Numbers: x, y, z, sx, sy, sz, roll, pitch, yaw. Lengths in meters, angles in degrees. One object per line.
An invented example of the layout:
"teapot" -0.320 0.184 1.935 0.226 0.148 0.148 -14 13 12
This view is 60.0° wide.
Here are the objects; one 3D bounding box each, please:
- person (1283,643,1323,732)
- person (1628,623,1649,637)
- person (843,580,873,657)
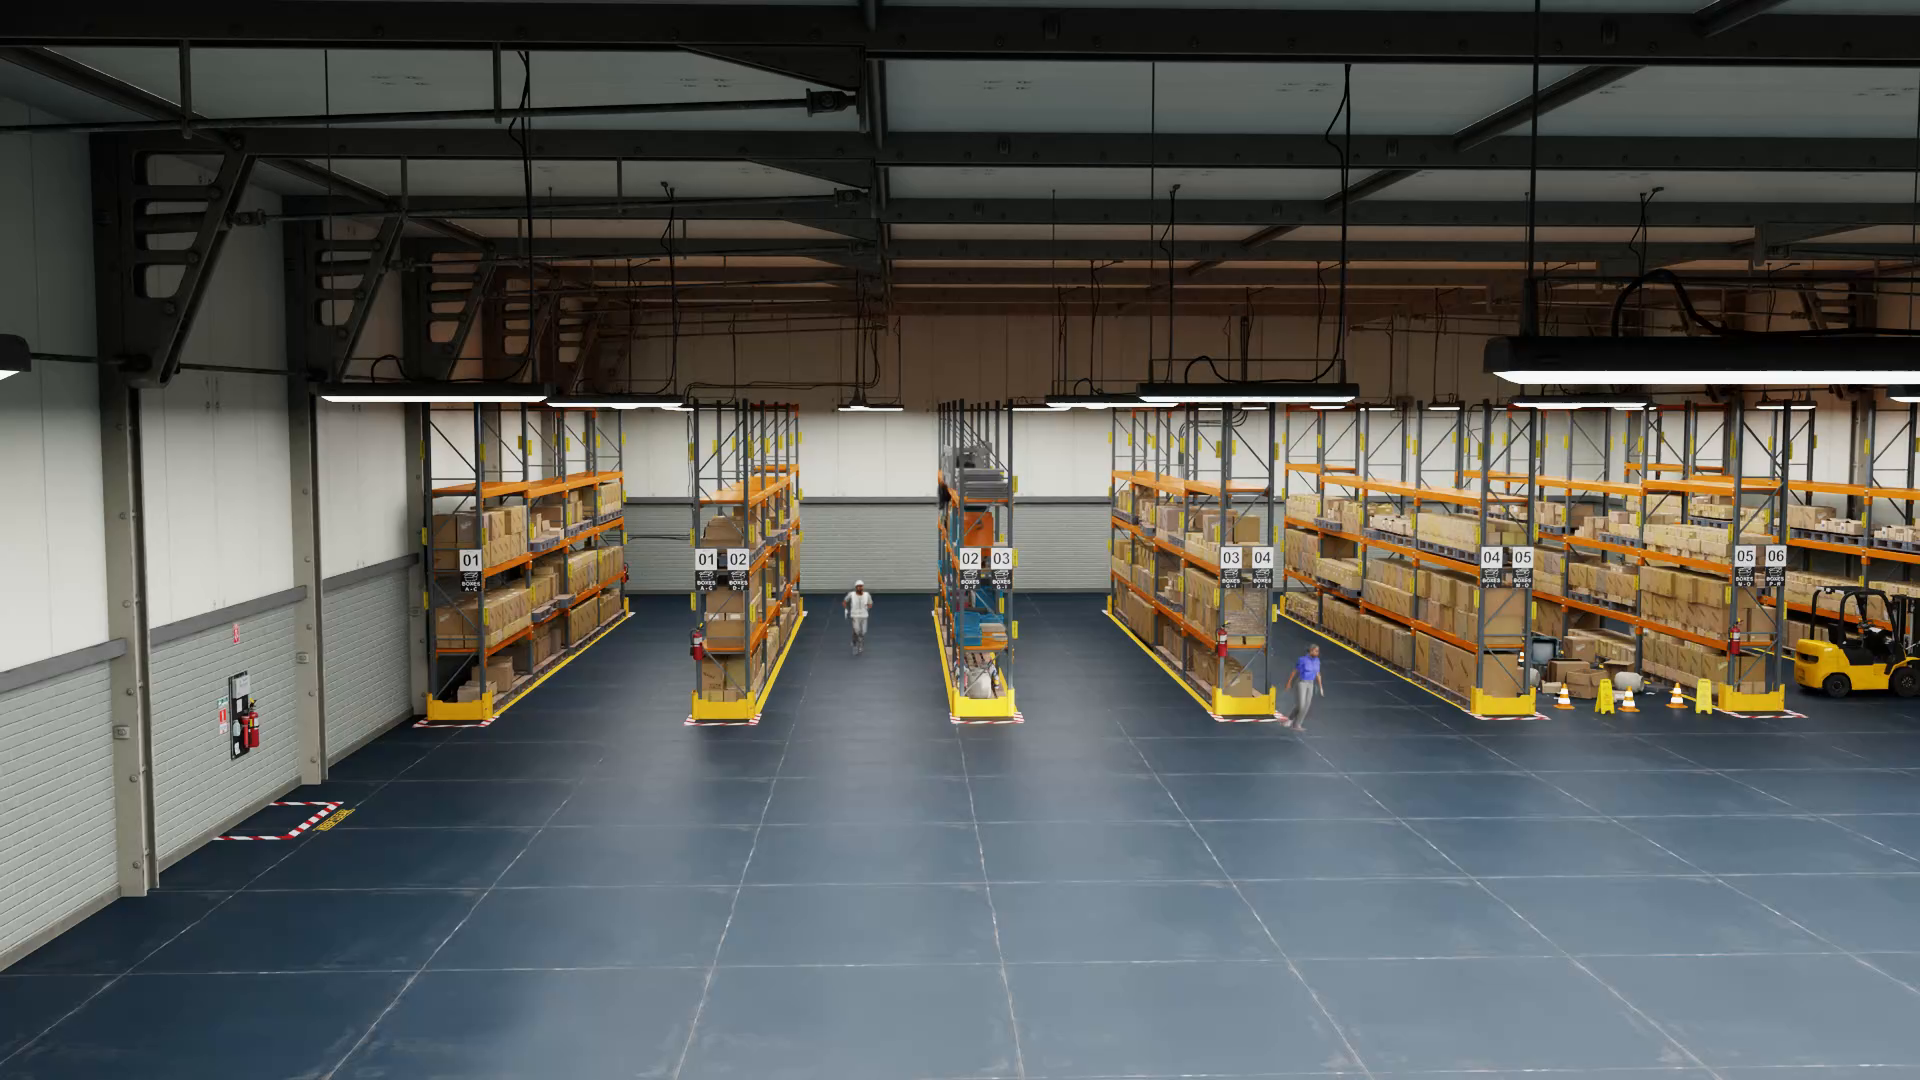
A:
"person" 6.186 2.658 29.950 0.614 1.607 0.525 -2 5 -29
"person" 16.603 1.779 40.571 0.661 1.739 0.833 -1 4 -11
"person" -2.381 1.852 39.290 0.665 1.791 0.707 -1 5 -17
